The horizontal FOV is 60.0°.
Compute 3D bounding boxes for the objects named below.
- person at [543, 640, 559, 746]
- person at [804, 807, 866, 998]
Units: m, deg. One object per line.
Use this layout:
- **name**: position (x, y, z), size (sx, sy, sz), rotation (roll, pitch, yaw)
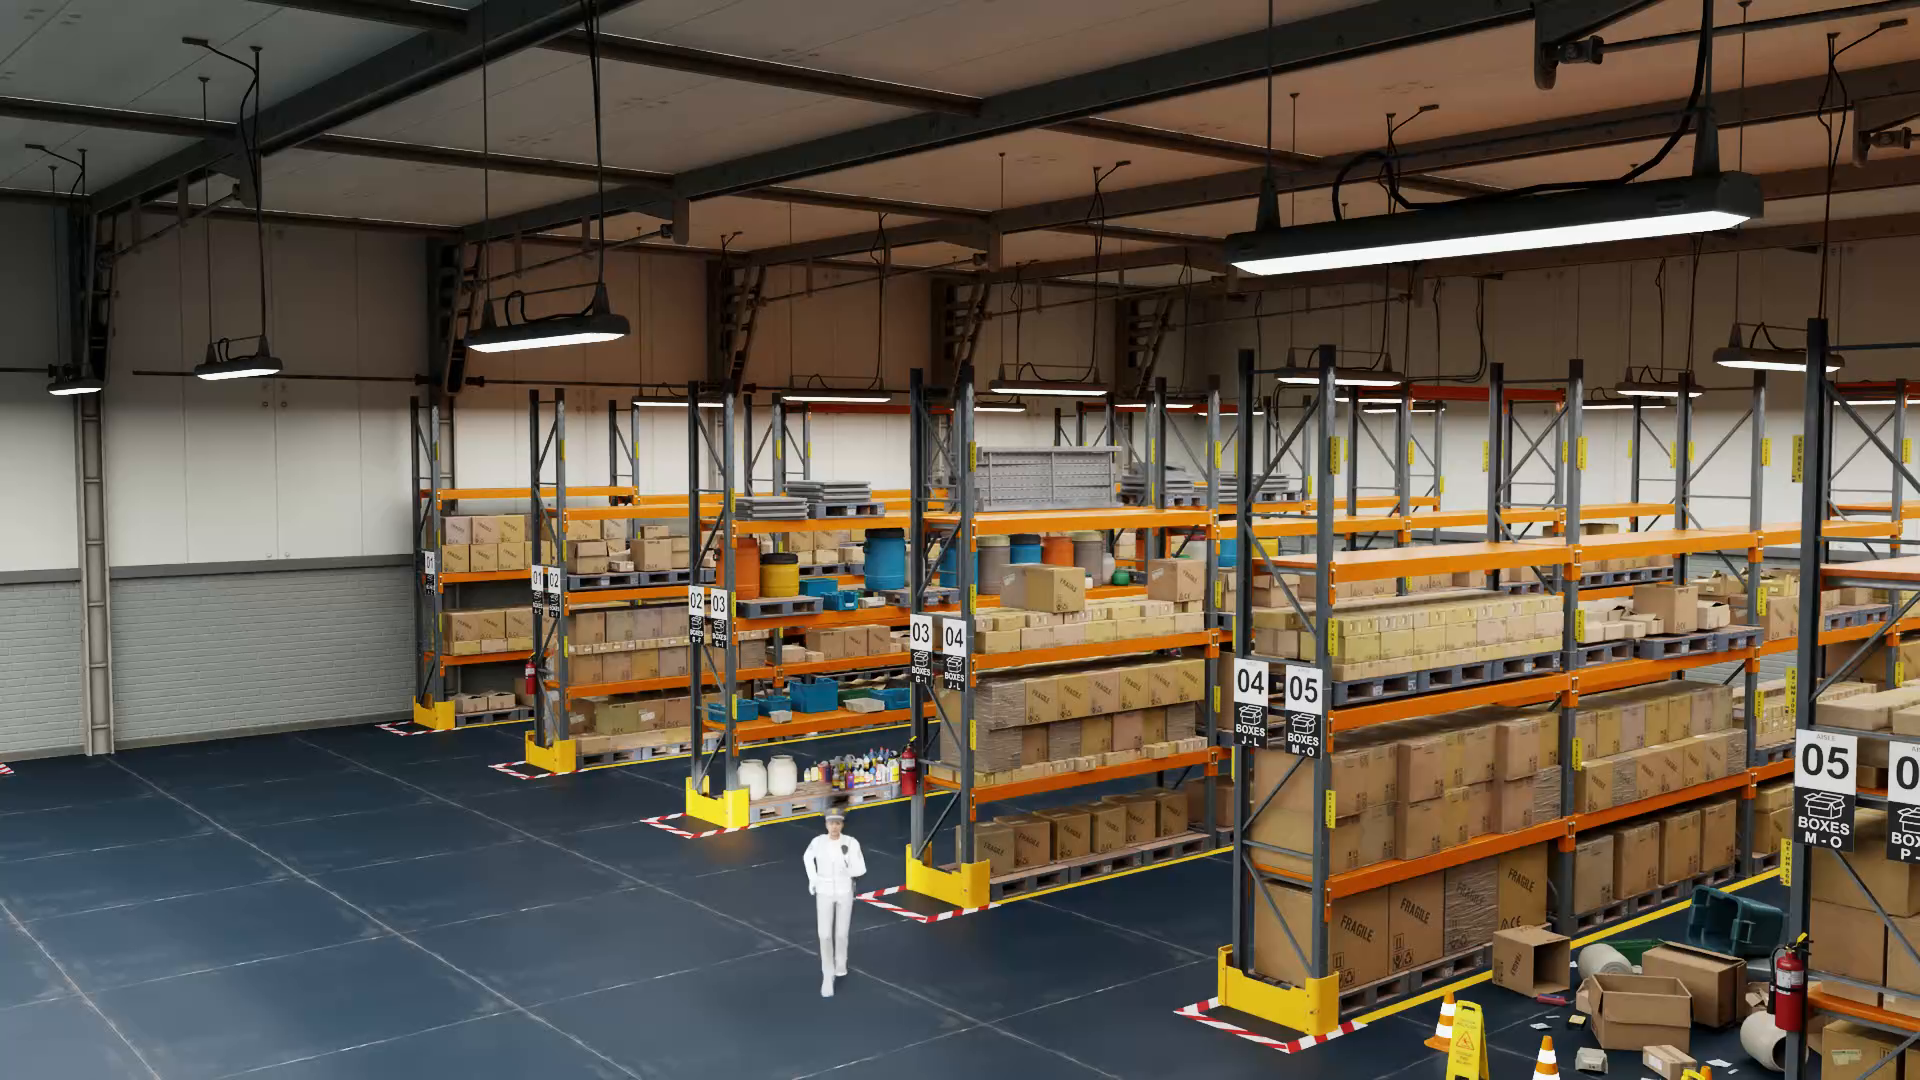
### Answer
- **person**: position (-6.827, 2.612, 28.458), size (0.853, 1.806, 0.725), rotation (-3, 5, -43)
- **person**: position (-1.187, 3.386, 15.759), size (0.597, 1.747, 0.701), rotation (0, 3, -3)
